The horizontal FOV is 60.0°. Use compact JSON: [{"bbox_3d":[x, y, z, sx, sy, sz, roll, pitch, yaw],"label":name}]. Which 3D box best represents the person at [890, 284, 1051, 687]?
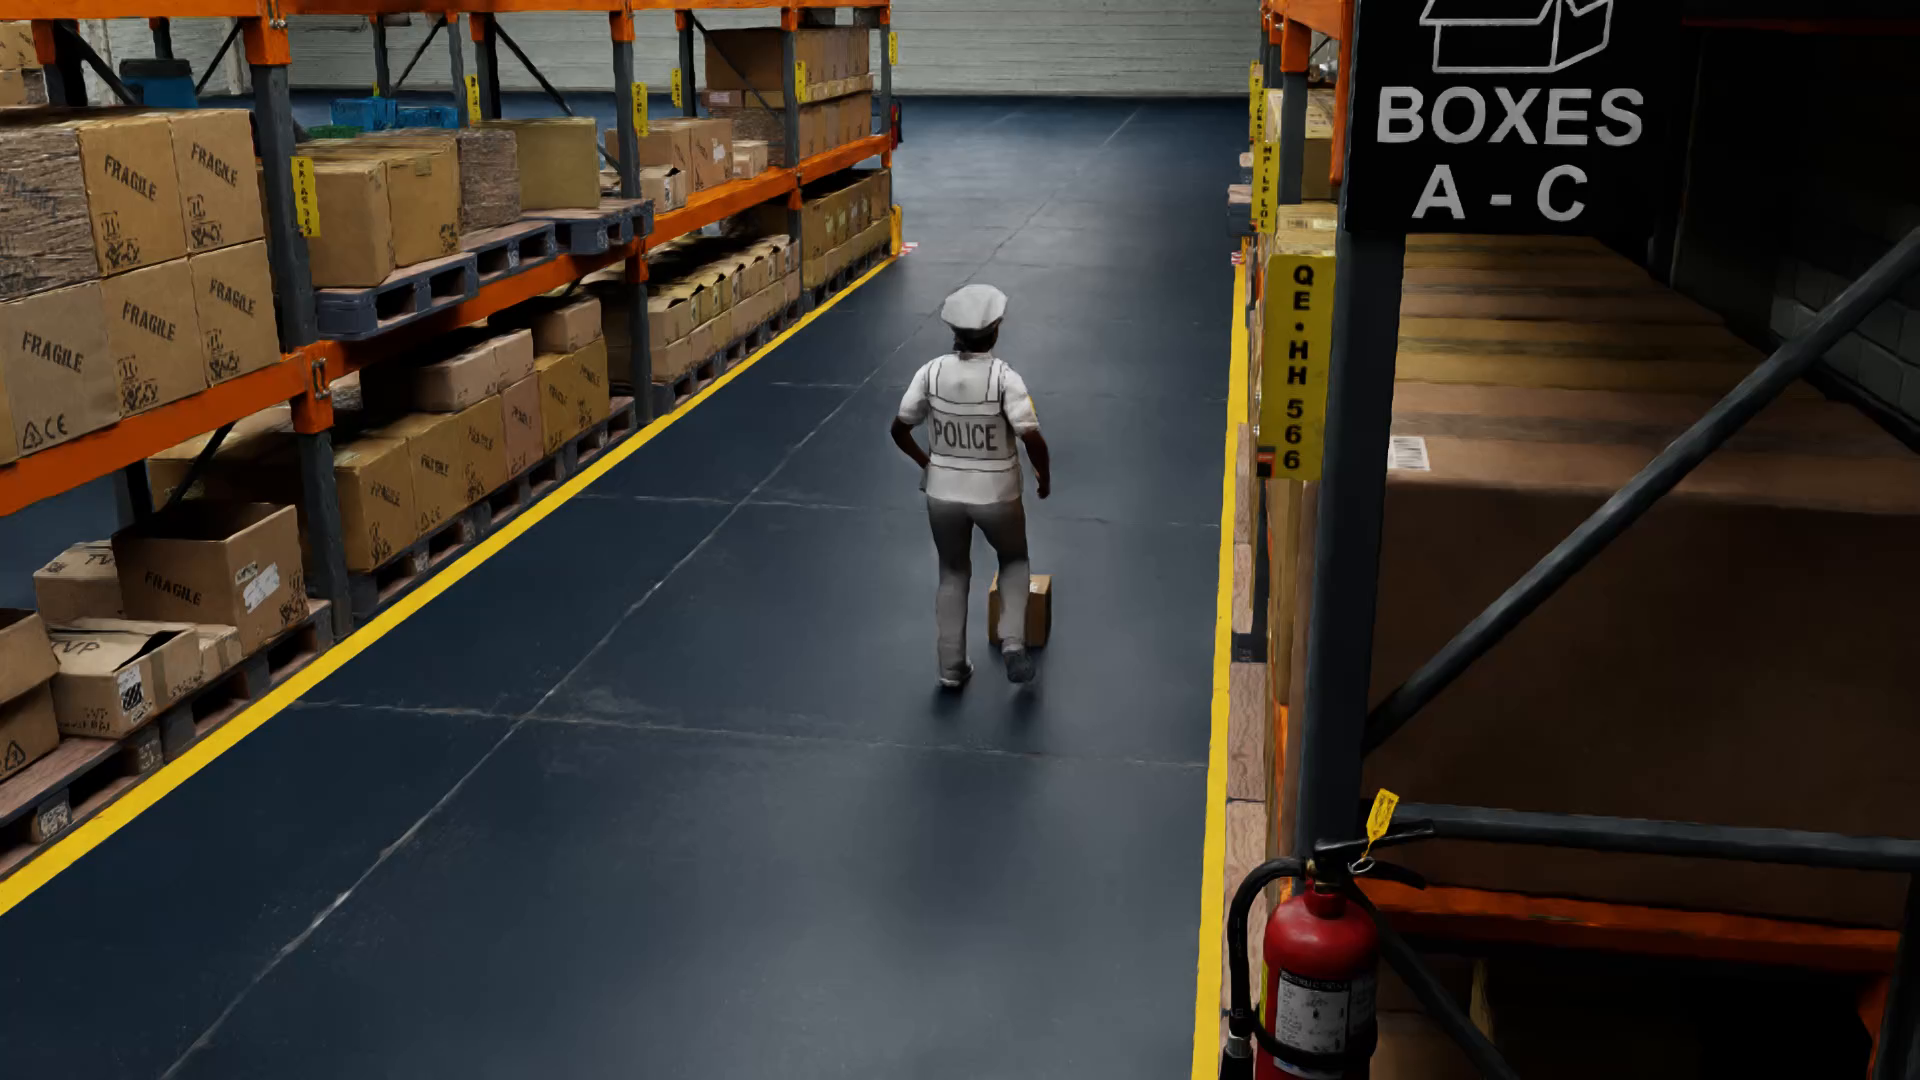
[{"bbox_3d":[0.055,-0.203,6.663,0.639,1.659,0.467,3,18,10],"label":"person"}]
